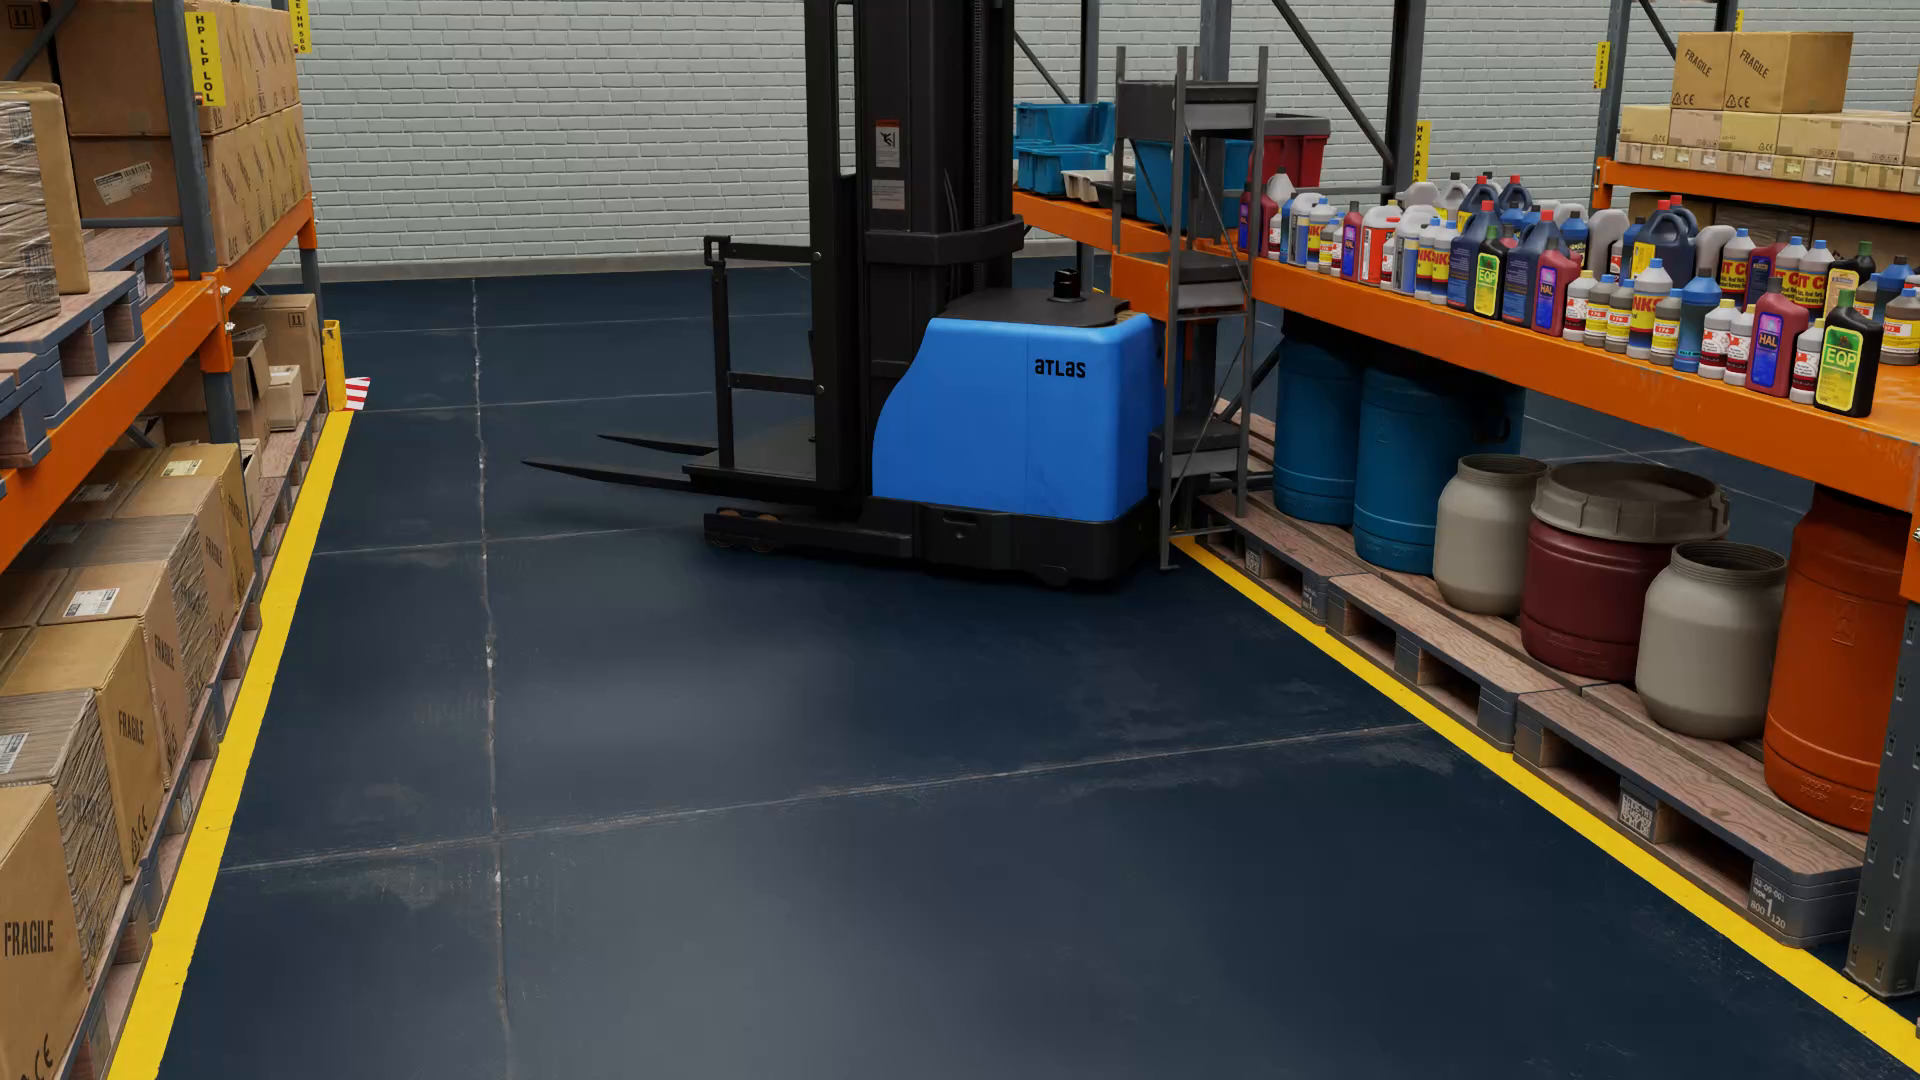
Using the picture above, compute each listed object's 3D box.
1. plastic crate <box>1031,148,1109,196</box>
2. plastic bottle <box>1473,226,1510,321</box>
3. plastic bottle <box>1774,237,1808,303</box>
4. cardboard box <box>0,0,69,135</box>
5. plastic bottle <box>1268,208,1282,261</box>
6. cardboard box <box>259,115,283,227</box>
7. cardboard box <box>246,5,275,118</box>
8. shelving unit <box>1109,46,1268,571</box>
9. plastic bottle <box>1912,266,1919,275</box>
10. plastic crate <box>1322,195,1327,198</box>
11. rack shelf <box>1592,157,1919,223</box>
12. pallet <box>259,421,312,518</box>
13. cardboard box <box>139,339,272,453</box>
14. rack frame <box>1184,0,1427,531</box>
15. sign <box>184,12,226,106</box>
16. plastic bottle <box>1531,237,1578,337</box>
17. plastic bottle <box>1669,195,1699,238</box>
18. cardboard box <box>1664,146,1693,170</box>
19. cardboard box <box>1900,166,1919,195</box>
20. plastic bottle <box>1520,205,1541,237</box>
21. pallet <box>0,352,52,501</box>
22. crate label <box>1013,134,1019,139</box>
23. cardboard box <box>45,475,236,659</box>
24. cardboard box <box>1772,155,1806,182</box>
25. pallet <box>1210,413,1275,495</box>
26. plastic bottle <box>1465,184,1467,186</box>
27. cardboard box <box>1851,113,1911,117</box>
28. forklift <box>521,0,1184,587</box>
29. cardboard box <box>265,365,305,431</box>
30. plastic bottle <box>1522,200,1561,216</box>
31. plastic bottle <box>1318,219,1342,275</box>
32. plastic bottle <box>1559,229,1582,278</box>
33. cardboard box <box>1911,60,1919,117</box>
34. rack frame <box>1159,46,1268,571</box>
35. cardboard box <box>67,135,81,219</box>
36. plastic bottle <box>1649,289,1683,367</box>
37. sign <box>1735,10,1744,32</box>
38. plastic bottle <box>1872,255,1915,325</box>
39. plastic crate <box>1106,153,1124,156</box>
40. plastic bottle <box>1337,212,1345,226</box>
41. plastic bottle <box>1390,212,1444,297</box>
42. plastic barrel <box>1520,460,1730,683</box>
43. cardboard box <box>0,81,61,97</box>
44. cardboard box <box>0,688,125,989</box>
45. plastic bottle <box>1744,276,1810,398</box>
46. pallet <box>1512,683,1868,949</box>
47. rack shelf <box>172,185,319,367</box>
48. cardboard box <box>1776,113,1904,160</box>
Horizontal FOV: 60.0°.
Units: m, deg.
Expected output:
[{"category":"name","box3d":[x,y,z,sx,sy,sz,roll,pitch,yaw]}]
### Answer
[{"category":"plastic crate","box3d":[0.608,-2.037,9.206,0.416,0.233,0.300,-5,17,-15]},{"category":"plastic bottle","box3d":[1.688,-0.844,5.249,0.061,0.283,0.133,-5,17,-15]},{"category":"plastic bottle","box3d":[2.543,-0.791,5.094,0.097,0.271,0.097,0,17,0]},{"category":"cardboard box","box3d":[-3.640,-1.779,6.249,0.500,0.500,0.500,-5,17,-15]},{"category":"plastic bottle","box3d":[1.288,-1.226,6.665,0.097,0.201,0.097,0,17,0]},{"category":"cardboard box","box3d":[-3.550,-1.764,7.936,0.500,0.500,0.500,-5,17,-16]},{"category":"cardboard box","box3d":[-3.537,-2.240,7.784,0.500,0.500,0.500,-4,17,-14]},{"category":"shelving unit","box3d":[0.923,-0.966,6.940,0.431,2.100,0.503,-7,18,-22]},{"category":"plastic bottle","box3d":[2.683,-0.675,4.689,0.061,0.283,0.133,-5,17,-15]},{"category":"plastic crate","box3d":[1.521,-1.566,7.806,0.396,0.136,0.243,-5,17,-15]},{"category":"rack shelf","box3d":[5.724,-2.124,10.559,1.077,0.370,4.000,-5,17,-15]},{"category":"pallet","box3d":[-3.779,-0.326,8.169,1.003,0.211,1.213,-5,17,-15]},{"category":"cardboard box","box3d":[-3.773,-0.667,8.035,0.797,0.503,0.637,-5,17,-15]},{"category":"rack frame","box3d":[1.512,-1.524,7.310,1.000,3.000,0.127,-5,17,-15]},{"category":"sign","box3d":[-2.719,-1.732,5.993,0.100,0.325,0.005,-5,17,-15]},{"category":"plastic bottle","box3d":[1.775,-0.756,4.956,0.061,0.283,0.133,-5,17,-15]},{"category":"plastic bottle","box3d":[2.382,-0.967,5.543,0.144,0.351,0.185,-5,17,-15]},{"category":"cardboard box","box3d":[5.098,-2.635,11.448,0.380,0.149,0.250,-5,17,-17]},{"category":"cardboard box","box3d":[5.663,-2.067,9.555,0.380,0.149,0.250,-4,17,-14]},{"category":"plastic bottle","box3d":[2.092,-1.086,6.076,0.097,0.271,0.097,0,17,0]},{"category":"pallet","box3d":[-2.406,-0.117,2.960,1.213,0.211,1.003,-5,17,-15]},{"category":"crate label","box3d":[0.164,-2.484,10.695,0.416,0.233,0.303,-5,17,-15]},{"category":"cardboard box","box3d":[-2.713,0.105,5.470,0.500,0.500,0.500,-5,17,-15]},{"category":"cardboard box","box3d":[5.379,-2.352,10.504,0.380,0.149,0.250,-5,17,-17]},{"category":"pallet","box3d":[1.272,-0.388,8.378,1.003,0.211,1.213,-5,17,-15]},{"category":"plastic bottle","box3d":[2.038,-1.324,6.848,0.061,0.283,0.133,-5,17,-15]},{"category":"cardboard box","box3d":[5.989,-2.554,10.485,0.500,0.250,0.500,-5,17,-15]},{"category":"forklift","box3d":[-0.576,-1.477,7.274,3.031,2.935,1.130,7,18,23]},{"category":"cardboard box","box3d":[-3.733,-0.737,8.707,0.500,0.250,0.500,-5,17,-15]},{"category":"plastic bottle","box3d":[2.170,-1.140,6.249,0.152,0.276,0.135,-5,17,-15]},{"category":"plastic bottle","box3d":[1.405,-1.108,6.272,0.097,0.201,0.097,0,17,0]},{"category":"plastic bottle","box3d":[1.863,-0.818,5.165,0.061,0.283,0.133,-5,17,-15]},{"category":"cardboard box","box3d":[6.113,-2.778,9.927,0.500,0.500,0.500,-5,18,-17]},{"category":"rack frame","box3d":[1.019,-0.903,6.725,0.400,2.100,0.015,-7,18,-22]},{"category":"cardboard box","box3d":[-3.636,-1.299,6.388,0.500,0.500,0.500,-4,17,-14]},{"category":"plastic bottle","box3d":[1.932,-0.578,4.508,0.097,0.201,0.097,0,17,0]},{"category":"sign","box3d":[5.700,-3.729,12.227,0.100,0.325,0.005,-5,17,-15]},{"category":"plastic bottle","box3d":[2.612,-0.658,4.653,0.097,0.271,0.097,0,17,0]},{"category":"plastic crate","box3d":[0.811,-2.321,10.320,0.396,0.136,0.243,-5,17,-15]},{"category":"plastic bottle","box3d":[1.488,-1.184,6.525,0.097,0.201,0.097,0,17,0]},{"category":"plastic bottle","box3d":[1.591,-0.986,5.735,0.152,0.276,0.135,-5,17,-15]},{"category":"plastic barrel","box3d":[2.150,0.090,5.399,0.600,0.588,0.708,-5,17,-15]},{"category":"cardboard box","box3d":[-3.337,-1.233,5.440,0.700,0.500,0.500,-12,20,-34]},{"category":"cardboard box","box3d":[-2.152,0.667,3.598,0.500,0.500,0.500,-5,18,-17]},{"category":"plastic bottle","box3d":[2.026,-0.503,4.116,0.061,0.283,0.133,-5,17,-15]},{"category":"pallet","box3d":[2.354,0.704,4.743,1.003,0.211,1.213,-5,17,-15]},{"category":"rack shelf","box3d":[-3.802,-1.342,7.955,1.077,0.370,4.000,-5,17,-15]},{"category":"cardboard box","box3d":[5.479,-2.512,10.343,0.500,0.250,0.500,-5,17,-16]}]
